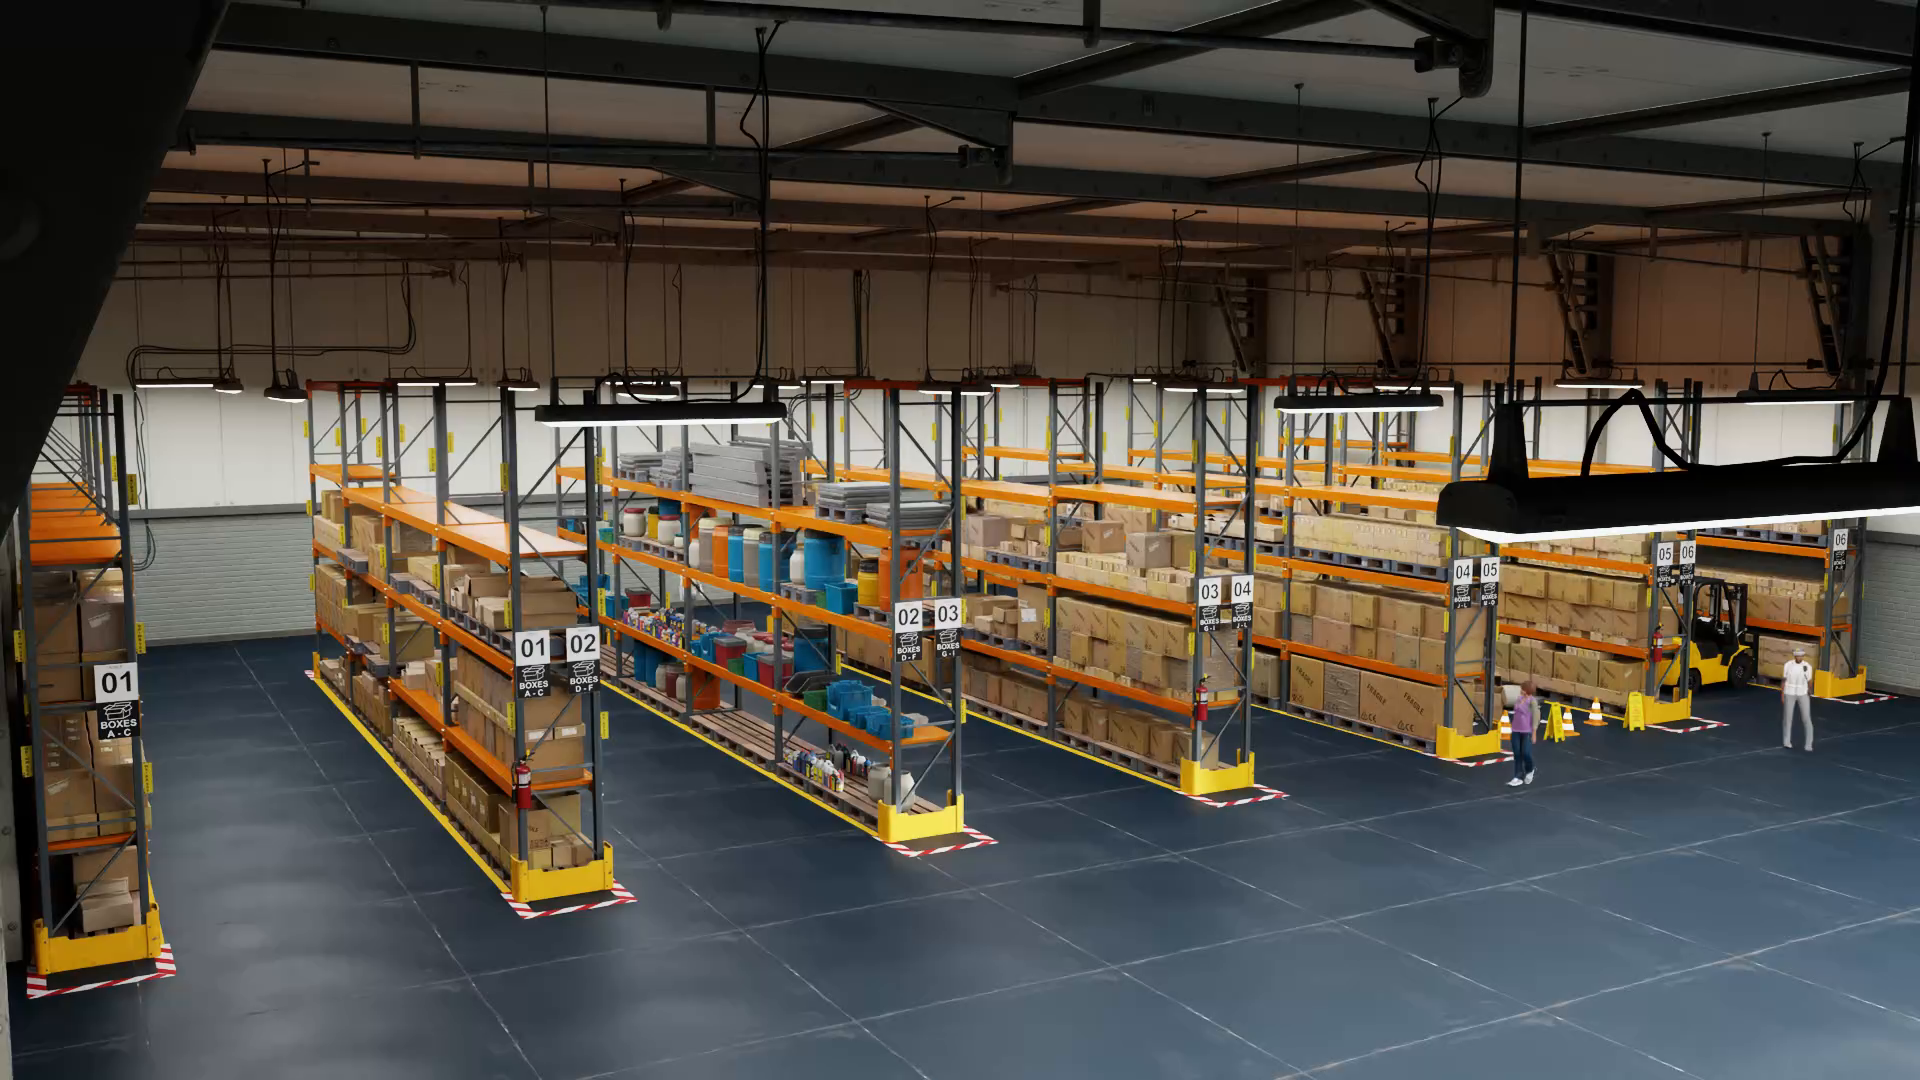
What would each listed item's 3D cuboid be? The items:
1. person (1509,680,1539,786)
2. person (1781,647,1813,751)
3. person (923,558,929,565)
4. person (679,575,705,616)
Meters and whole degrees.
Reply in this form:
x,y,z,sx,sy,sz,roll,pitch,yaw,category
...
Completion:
x,y,z,sx,sy,sz,roll,pitch,yaw,category
8.434,2.885,24.862,0.439,1.592,0.419,5,8,37,person
13.816,2.605,27.414,0.515,1.692,0.419,3,7,28,person
-0.838,1.256,39.900,0.478,1.654,0.473,-2,6,-15,person
-6.377,1.293,39.526,0.510,1.631,1.006,-4,7,-33,person
